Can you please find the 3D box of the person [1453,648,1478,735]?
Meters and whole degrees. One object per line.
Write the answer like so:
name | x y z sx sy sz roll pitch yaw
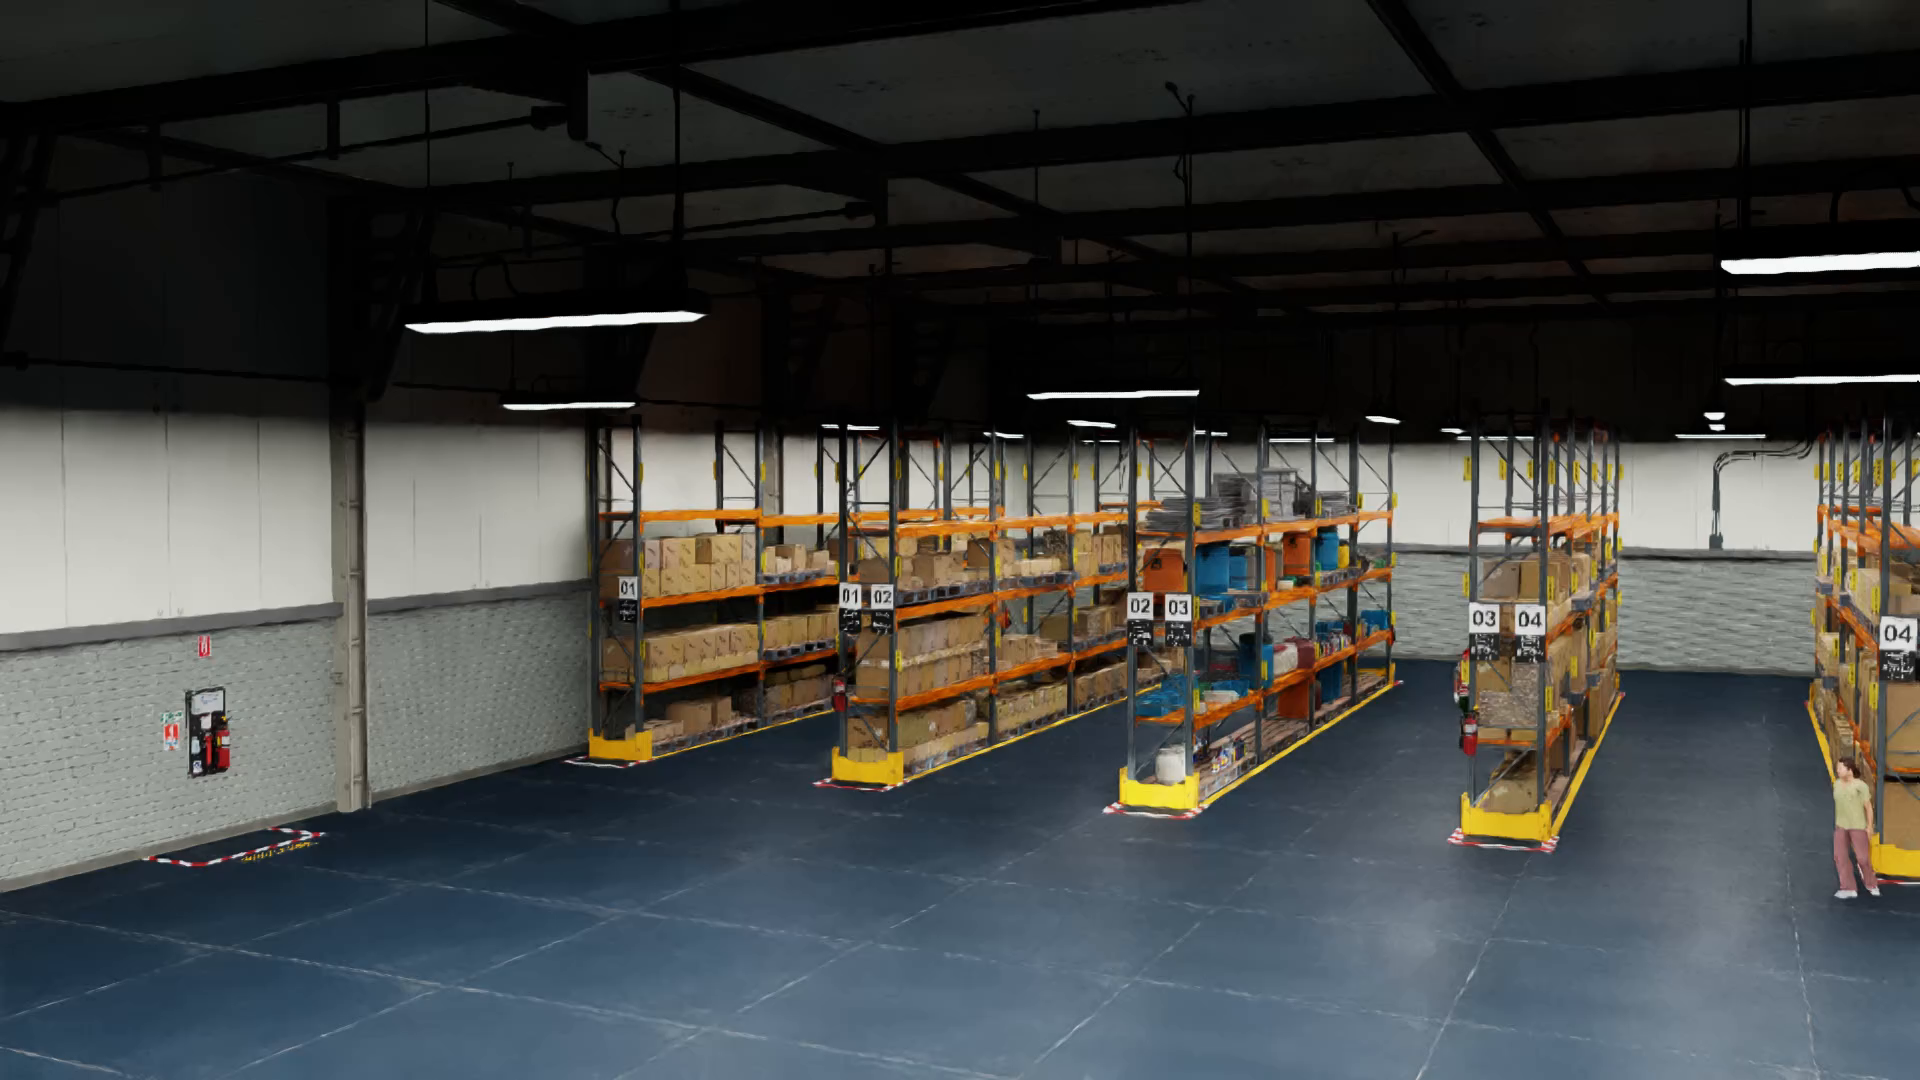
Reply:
person | 9.462 2.859 30.951 0.553 1.709 1.123 1 3 27

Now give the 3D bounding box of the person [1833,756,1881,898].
person | 10.549 3.370 19.568 0.552 1.657 0.510 -1 3 -29
